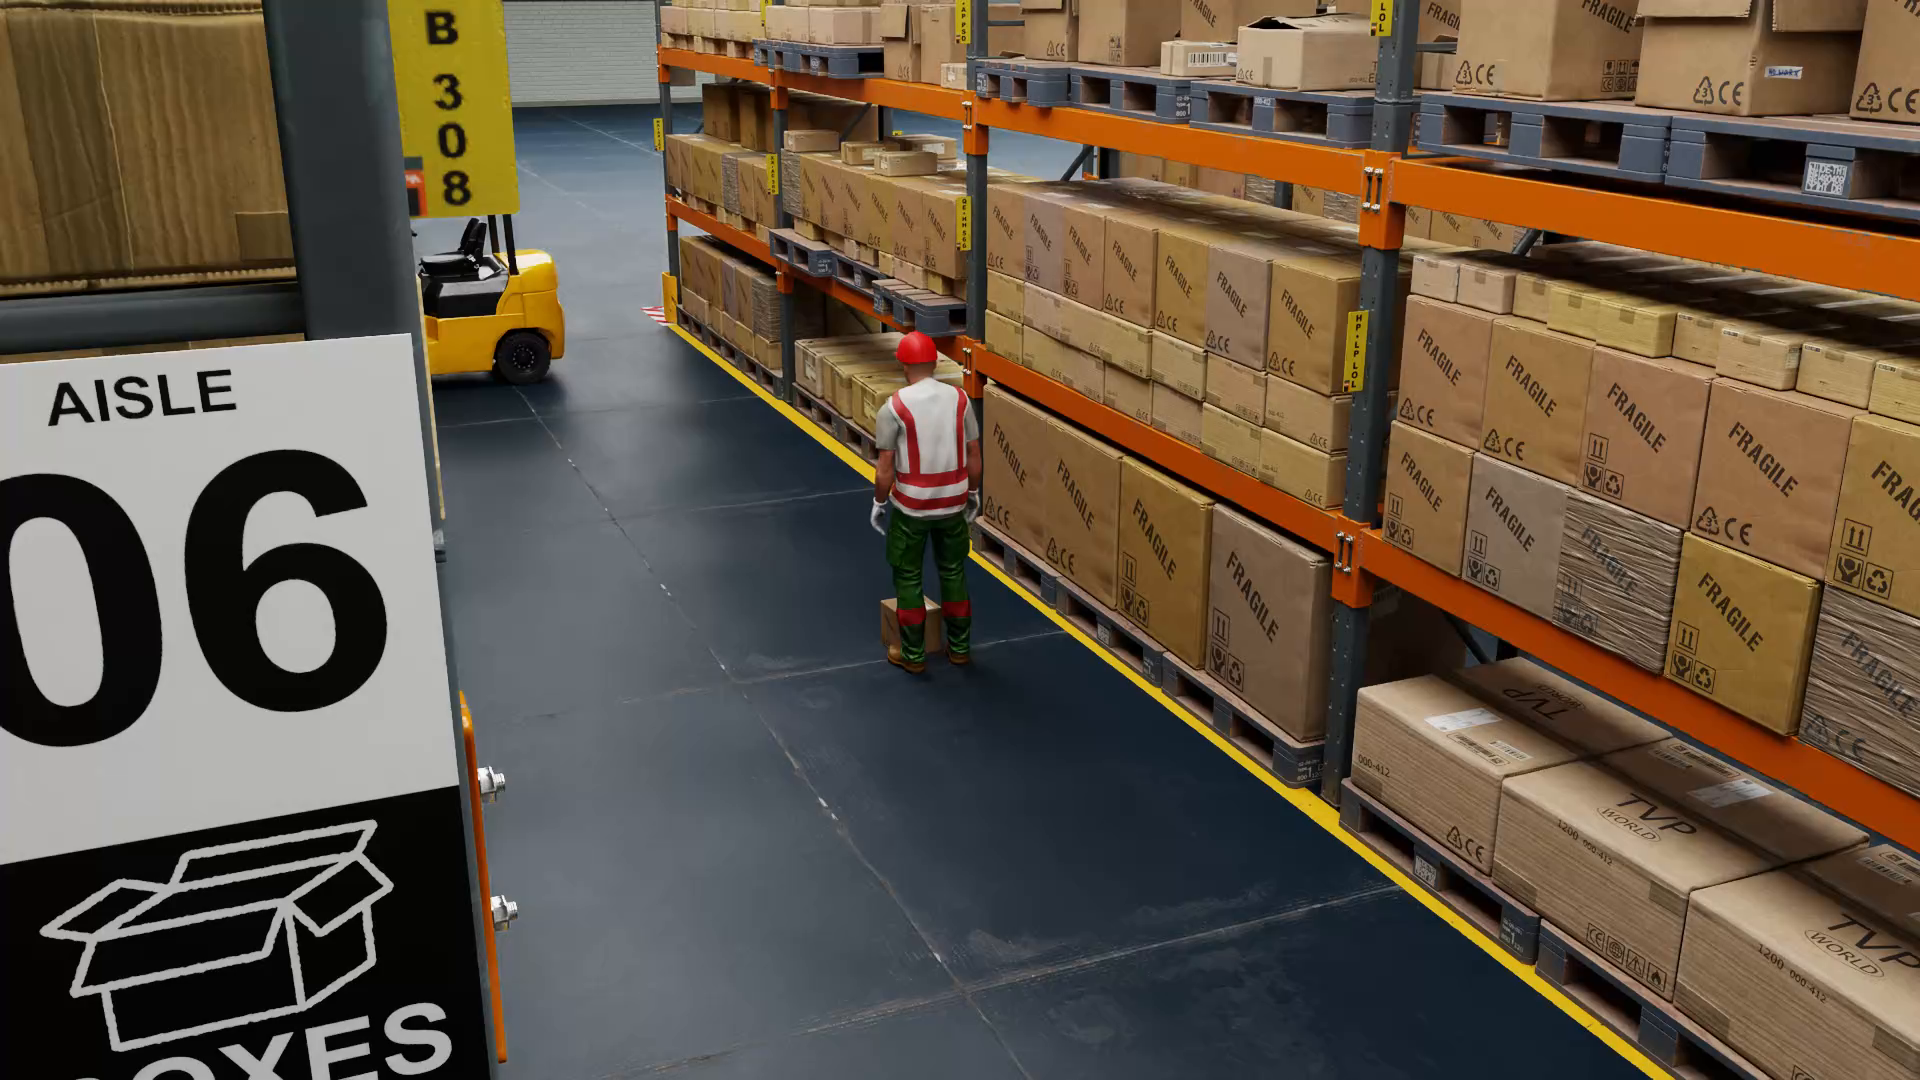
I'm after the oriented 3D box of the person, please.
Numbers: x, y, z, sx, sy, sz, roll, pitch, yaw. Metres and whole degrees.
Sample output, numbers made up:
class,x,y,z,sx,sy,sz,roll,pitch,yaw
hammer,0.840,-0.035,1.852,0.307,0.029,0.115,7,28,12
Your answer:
class,x,y,z,sx,sy,sz,roll,pitch,yaw
person,-0.170,-0.189,8.600,0.603,1.778,0.452,-8,20,-22
